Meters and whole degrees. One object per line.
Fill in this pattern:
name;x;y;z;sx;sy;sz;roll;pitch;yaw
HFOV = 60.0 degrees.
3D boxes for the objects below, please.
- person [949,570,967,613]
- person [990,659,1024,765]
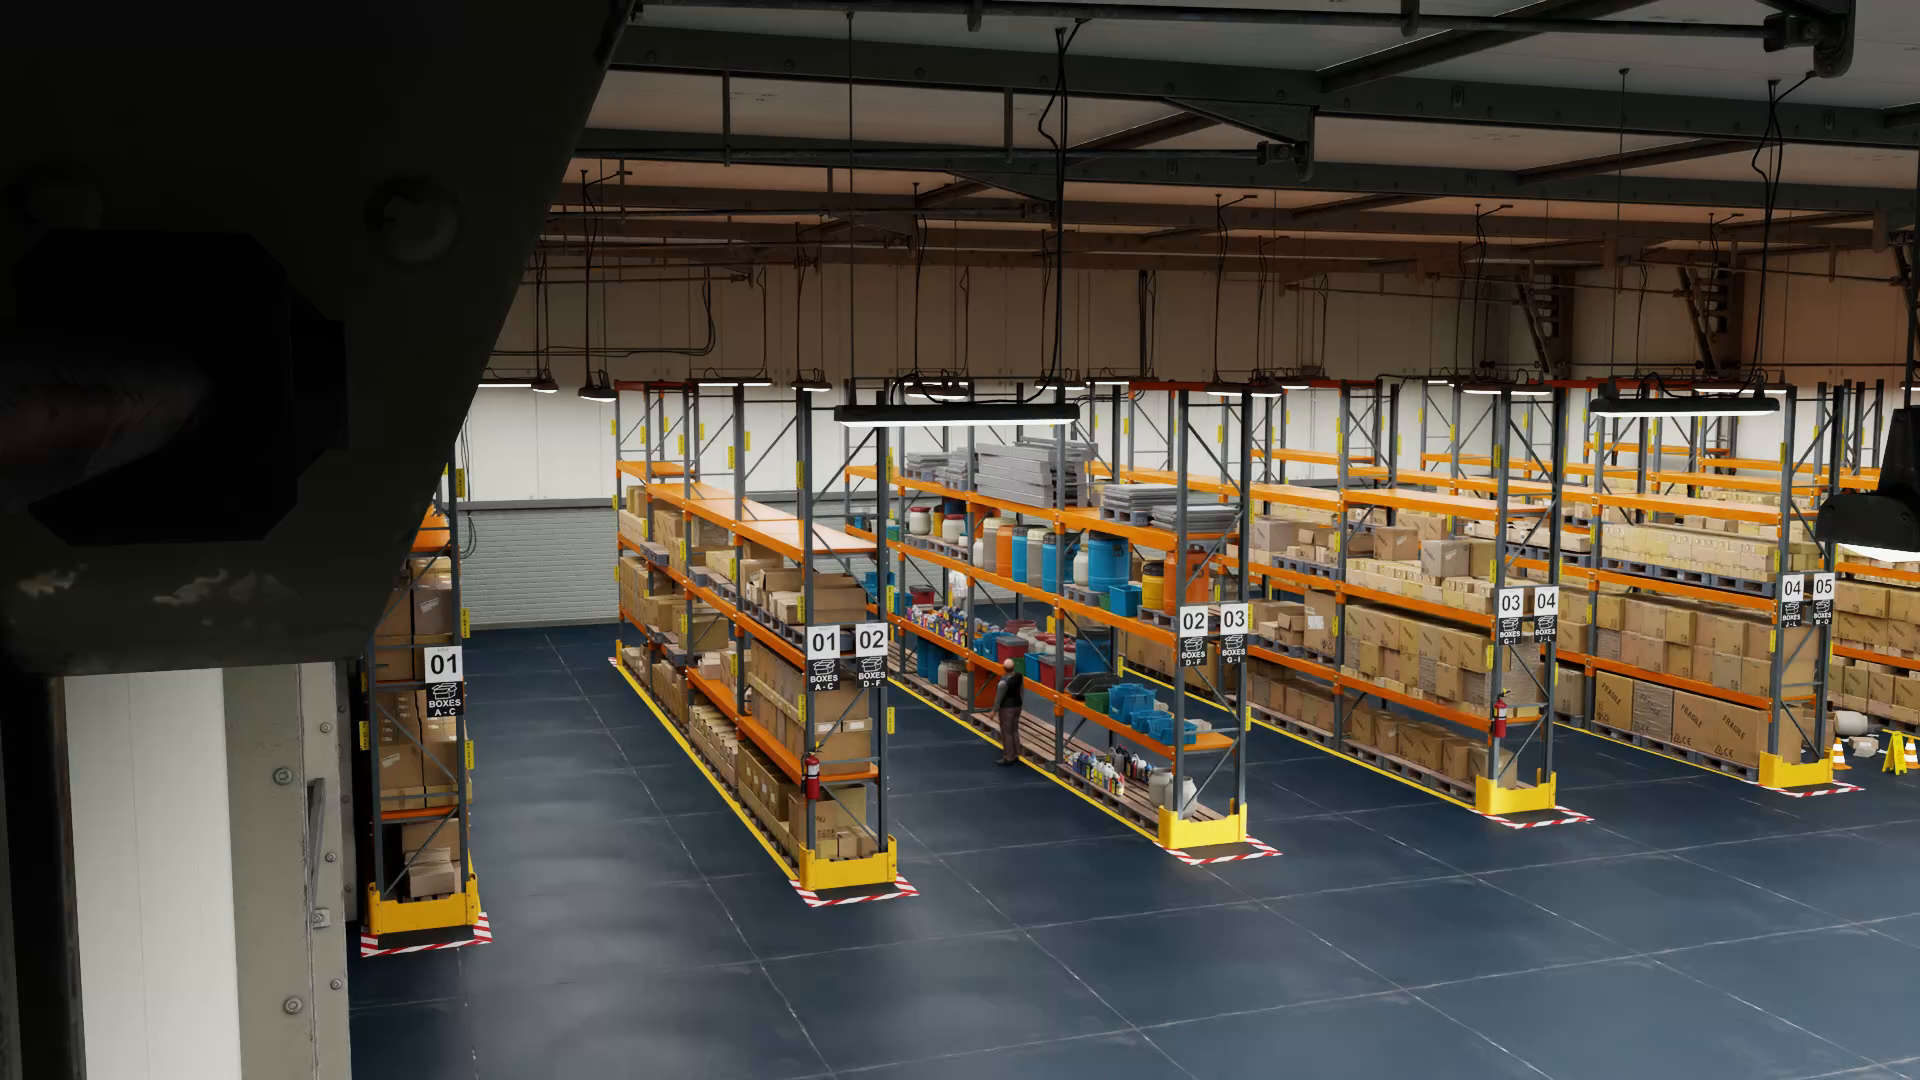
person;0.044;1.323;39.203;0.557;1.786;0.518;-6;8;-44
person;0.772;2.702;26.356;0.454;1.710;0.668;4;7;36
